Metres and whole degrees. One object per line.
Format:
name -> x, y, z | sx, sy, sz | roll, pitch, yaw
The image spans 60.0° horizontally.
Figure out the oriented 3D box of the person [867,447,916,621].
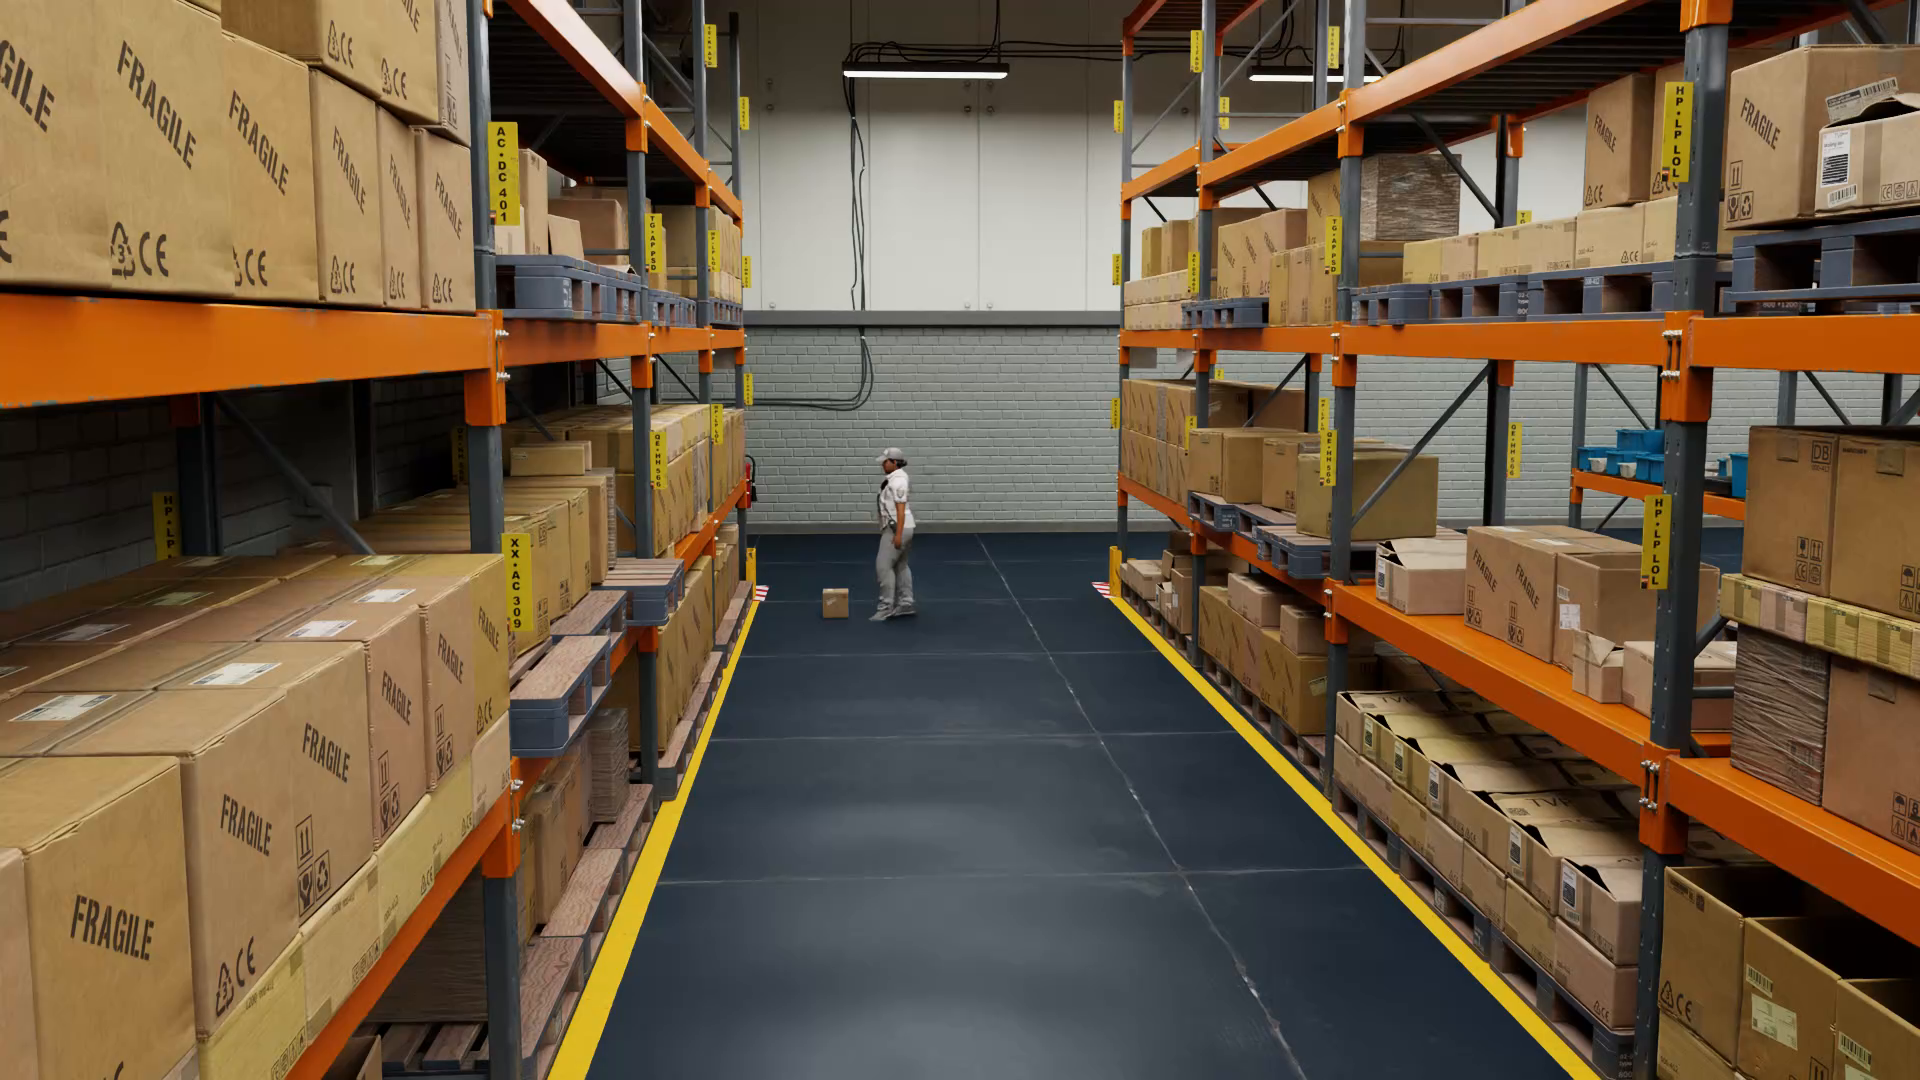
person -> -0.676, -0.057, 16.310 | 0.492, 1.706, 0.494 | 0, 7, -3
